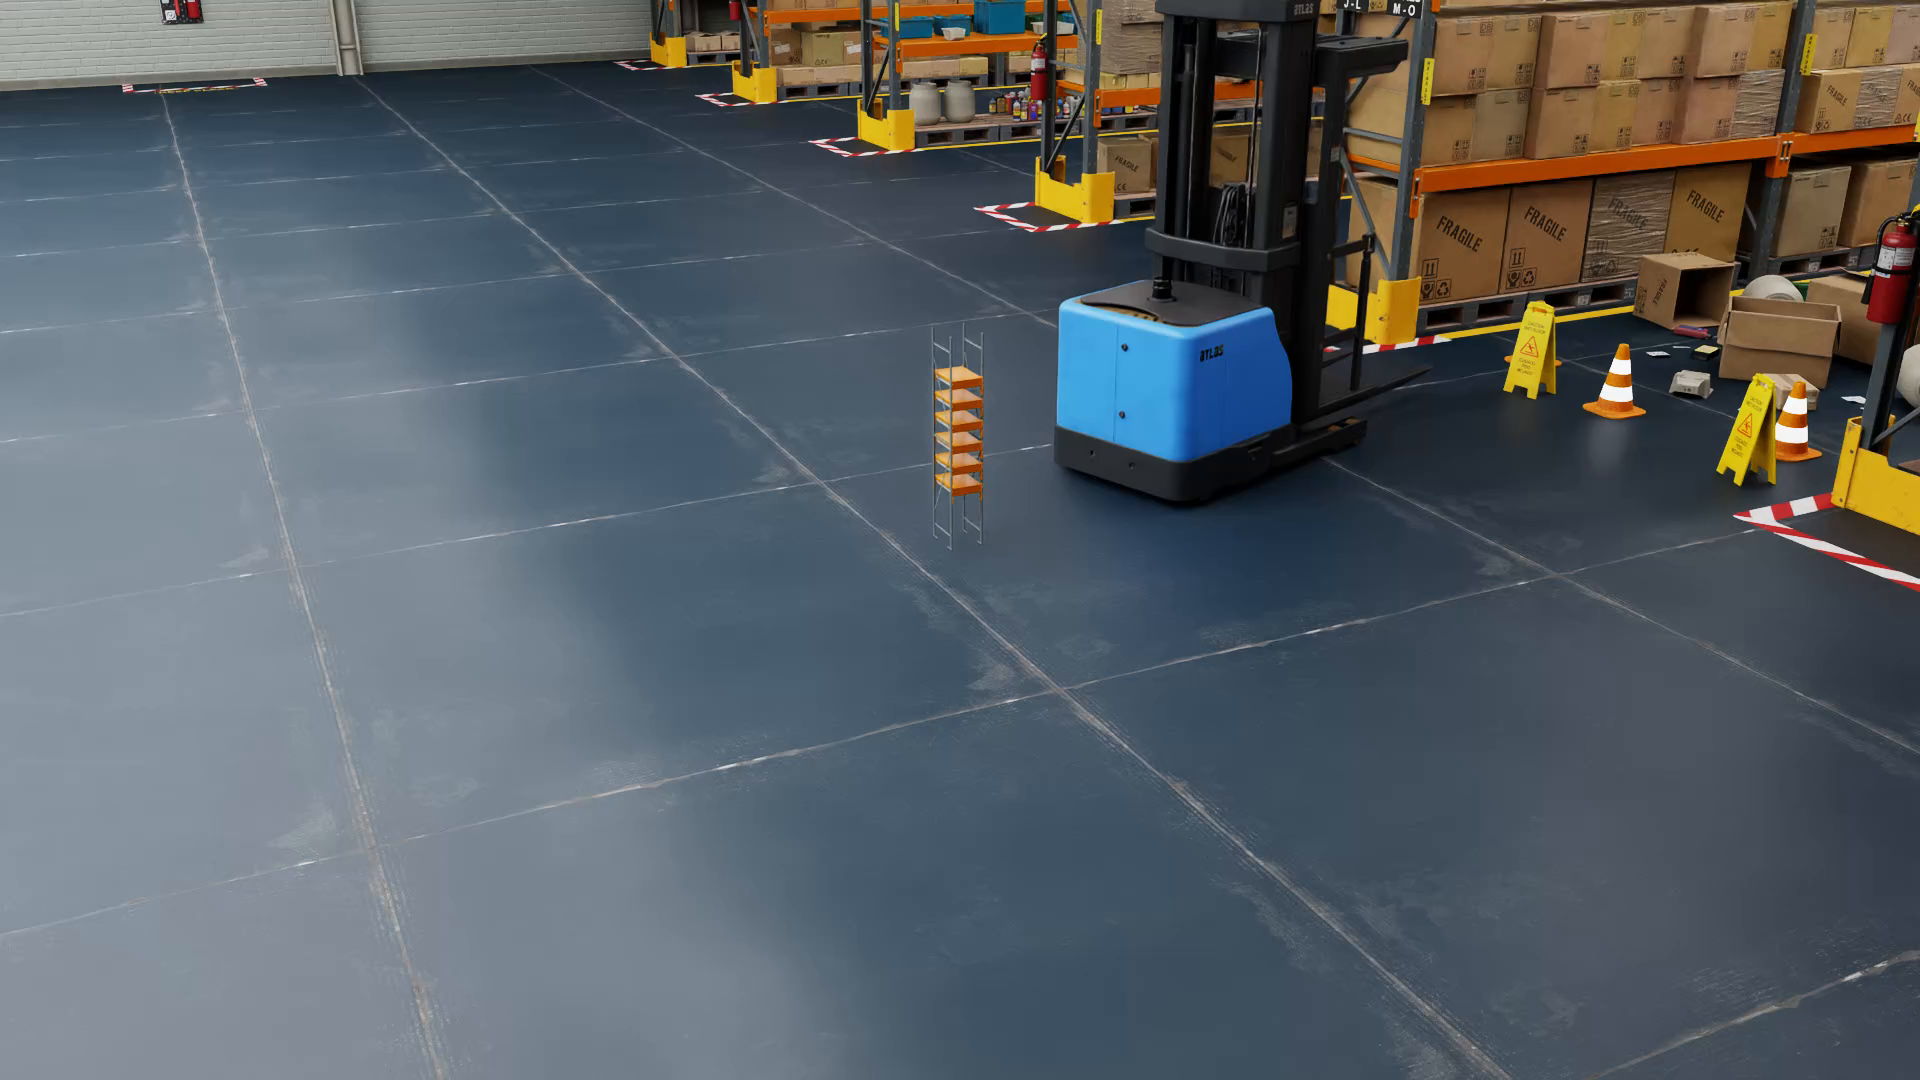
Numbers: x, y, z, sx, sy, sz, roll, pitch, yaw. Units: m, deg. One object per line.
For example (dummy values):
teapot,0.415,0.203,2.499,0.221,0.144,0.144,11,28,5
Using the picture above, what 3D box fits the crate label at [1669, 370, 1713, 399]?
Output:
crate label,5.151,-1.100,11.704,0.250,0.136,0.298,15,27,31

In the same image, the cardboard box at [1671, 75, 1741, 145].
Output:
cardboard box,5.983,-3.686,14.014,0.550,0.550,0.875,-10,25,-24

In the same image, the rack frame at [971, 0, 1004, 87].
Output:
rack frame,0.442,-8.922,26.858,0.127,3.000,1.000,-10,25,-24

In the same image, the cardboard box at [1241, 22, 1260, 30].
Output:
cardboard box,2.962,-5.380,17.783,0.500,0.500,0.875,-10,25,-24

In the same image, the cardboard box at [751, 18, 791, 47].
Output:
cardboard box,-3.455,-9.296,30.455,0.500,0.500,0.700,-12,25,-27

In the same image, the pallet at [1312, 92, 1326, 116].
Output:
pallet,5.477,-6.474,24.591,1.213,0.211,1.003,-10,25,-24

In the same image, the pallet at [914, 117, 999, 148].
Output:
pallet,-0.234,-5.424,22.054,1.213,0.211,1.003,-10,25,-24

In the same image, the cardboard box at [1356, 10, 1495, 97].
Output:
cardboard box,3.542,-3.734,12.718,0.550,0.550,0.875,-10,25,-24

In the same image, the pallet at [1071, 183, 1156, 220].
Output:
pallet,1.947,-3.691,17.866,1.213,0.211,1.003,-10,25,-24

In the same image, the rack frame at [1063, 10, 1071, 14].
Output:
rack frame,1.895,-11.292,32.584,0.127,3.000,1.000,-10,25,-24

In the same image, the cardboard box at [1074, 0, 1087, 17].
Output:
cardboard box,1.520,-5.666,17.165,0.500,0.500,0.500,-10,25,-24

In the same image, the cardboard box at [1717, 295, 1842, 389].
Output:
cardboard box,5.914,-1.439,12.045,0.797,0.503,0.637,10,24,22

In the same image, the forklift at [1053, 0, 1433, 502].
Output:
forklift,1.979,-2.041,10.326,3.031,2.935,1.130,-21,30,-40

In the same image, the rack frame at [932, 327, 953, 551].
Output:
rack frame,-0.095,-0.537,8.954,0.006,1.200,0.240,-10,25,-24

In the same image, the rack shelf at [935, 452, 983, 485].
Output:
rack shelf,-0.013,-0.400,9.054,0.180,0.103,0.258,-10,25,-24

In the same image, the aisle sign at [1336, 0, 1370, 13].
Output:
aisle sign,2.997,-4.411,12.560,0.004,0.787,0.394,-10,25,-24

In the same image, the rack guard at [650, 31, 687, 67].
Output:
rack guard,-5.245,-8.823,29.886,0.348,0.500,1.175,-10,25,-24

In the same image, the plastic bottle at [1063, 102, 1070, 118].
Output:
plastic bottle,1.425,-5.778,22.347,0.097,0.201,0.097,0,22,0

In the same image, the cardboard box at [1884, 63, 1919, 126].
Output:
cardboard box,8.292,-3.988,14.808,0.500,0.500,0.500,-11,25,-24

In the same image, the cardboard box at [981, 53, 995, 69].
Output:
cardboard box,0.690,-8.014,27.711,0.500,0.250,0.500,-11,25,-24

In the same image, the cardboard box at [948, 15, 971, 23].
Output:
cardboard box,-0.132,-9.978,32.103,0.500,0.500,0.700,-10,25,-23

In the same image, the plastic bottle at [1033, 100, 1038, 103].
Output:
plastic bottle,1.051,-5.967,22.802,0.097,0.201,0.097,0,22,0

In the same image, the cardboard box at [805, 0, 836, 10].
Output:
cardboard box,-2.264,-8.466,25.627,0.500,0.500,0.700,-10,24,-22

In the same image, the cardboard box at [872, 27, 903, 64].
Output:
cardboard box,-1.229,-7.789,26.186,0.500,0.500,0.500,-10,25,-24

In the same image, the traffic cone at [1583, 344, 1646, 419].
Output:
traffic cone,4.469,-1.098,11.275,0.334,0.463,0.336,-10,25,-24

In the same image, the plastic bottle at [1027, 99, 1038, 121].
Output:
plastic bottle,0.964,-5.724,22.108,0.133,0.283,0.061,-10,25,-23

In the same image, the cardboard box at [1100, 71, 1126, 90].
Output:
cardboard box,1.491,-4.693,16.970,0.250,0.149,0.380,-10,25,-24

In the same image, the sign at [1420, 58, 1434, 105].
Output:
sign,3.427,-3.362,12.191,0.005,0.325,0.100,-10,25,-24

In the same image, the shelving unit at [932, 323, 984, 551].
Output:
shelving unit,-0.013,-0.552,8.991,0.189,1.200,0.258,-10,25,-24

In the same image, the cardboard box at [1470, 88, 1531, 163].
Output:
cardboard box,3.992,-3.363,13.233,0.550,0.550,0.875,-10,25,-24

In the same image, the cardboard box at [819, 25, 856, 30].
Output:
cardboard box,-1.913,-7.891,26.433,0.500,0.500,0.500,-10,25,-24

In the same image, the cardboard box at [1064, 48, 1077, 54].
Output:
cardboard box,1.842,-8.255,27.559,0.500,0.311,0.500,-11,25,-25

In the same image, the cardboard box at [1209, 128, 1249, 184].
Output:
cardboard box,2.797,-4.189,18.143,0.500,0.500,0.500,-8,24,-19

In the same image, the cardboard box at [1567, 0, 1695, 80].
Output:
cardboard box,5.457,-4.127,13.666,0.550,0.550,0.875,-10,25,-24

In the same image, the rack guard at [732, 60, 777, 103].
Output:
rack guard,-3.183,-7.099,25.724,0.348,0.500,1.175,-10,25,-24

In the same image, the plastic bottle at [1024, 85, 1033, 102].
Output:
plastic bottle,0.959,-6.070,22.857,0.185,0.351,0.144,-9,24,-21

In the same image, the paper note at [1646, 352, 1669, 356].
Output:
paper note,5.303,-1.413,12.603,0.142,0.017,0.144,-2,23,-5

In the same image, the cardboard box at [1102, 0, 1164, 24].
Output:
cardboard box,1.745,-5.487,16.733,0.500,0.500,0.500,-10,25,-24

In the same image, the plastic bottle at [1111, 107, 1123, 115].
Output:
plastic bottle,2.132,-5.987,22.657,0.185,0.351,0.144,-11,25,-25

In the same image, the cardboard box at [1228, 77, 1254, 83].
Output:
cardboard box,2.885,-4.908,17.490,0.250,0.149,0.380,-10,25,-24

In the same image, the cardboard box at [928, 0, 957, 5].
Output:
cardboard box,-0.427,-8.803,26.439,0.500,0.500,0.700,-11,25,-24

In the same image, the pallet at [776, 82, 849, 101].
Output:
pallet,-2.491,-7.111,26.130,1.213,0.211,1.003,-10,25,-24

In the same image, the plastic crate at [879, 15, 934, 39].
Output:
plastic crate,-0.696,-6.668,21.608,0.616,0.251,0.499,-10,25,-24

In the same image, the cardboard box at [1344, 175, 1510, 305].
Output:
cardboard box,3.774,-2.465,13.489,0.875,0.875,0.875,-10,25,-23

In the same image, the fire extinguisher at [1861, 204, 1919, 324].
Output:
fire extinguisher,5.126,-1.533,9.108,0.183,0.674,0.296,-10,25,-24

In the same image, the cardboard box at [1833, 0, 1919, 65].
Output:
cardboard box,8.158,-4.544,14.843,0.500,0.500,0.700,-10,25,-23

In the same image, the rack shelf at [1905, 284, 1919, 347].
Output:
rack shelf,7.231,-1.428,9.695,4.000,0.370,1.077,-10,25,-24

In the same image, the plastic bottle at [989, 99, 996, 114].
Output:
plastic bottle,0.448,-5.917,22.682,0.097,0.201,0.097,0,22,0

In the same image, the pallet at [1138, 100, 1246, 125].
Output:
pallet,3.278,-6.069,23.613,1.213,0.211,1.003,-10,25,-24

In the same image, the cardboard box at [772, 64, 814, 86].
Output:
cardboard box,-2.582,-7.194,25.730,0.500,0.250,0.500,-10,25,-24

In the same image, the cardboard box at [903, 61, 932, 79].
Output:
cardboard box,-0.780,-7.526,26.531,0.500,0.250,0.500,-10,25,-24

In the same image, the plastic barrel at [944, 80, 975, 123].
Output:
plastic barrel,-0.005,-5.814,22.054,0.421,0.512,0.421,0,22,0

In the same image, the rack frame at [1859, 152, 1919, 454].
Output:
rack frame,5.429,-1.429,8.756,0.127,3.000,1.000,-10,25,-24

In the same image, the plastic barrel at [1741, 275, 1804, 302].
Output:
plastic barrel,6.439,-1.874,13.200,0.421,0.421,0.512,6,23,13

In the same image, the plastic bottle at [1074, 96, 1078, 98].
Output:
plastic bottle,1.600,-5.902,22.539,0.133,0.283,0.061,-10,25,-24

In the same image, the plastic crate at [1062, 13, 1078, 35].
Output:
plastic crate,1.708,-6.868,22.092,0.616,0.251,0.499,-10,25,-24

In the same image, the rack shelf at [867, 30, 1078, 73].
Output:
rack shelf,0.785,-6.550,22.069,4.000,0.370,1.077,-10,25,-24
